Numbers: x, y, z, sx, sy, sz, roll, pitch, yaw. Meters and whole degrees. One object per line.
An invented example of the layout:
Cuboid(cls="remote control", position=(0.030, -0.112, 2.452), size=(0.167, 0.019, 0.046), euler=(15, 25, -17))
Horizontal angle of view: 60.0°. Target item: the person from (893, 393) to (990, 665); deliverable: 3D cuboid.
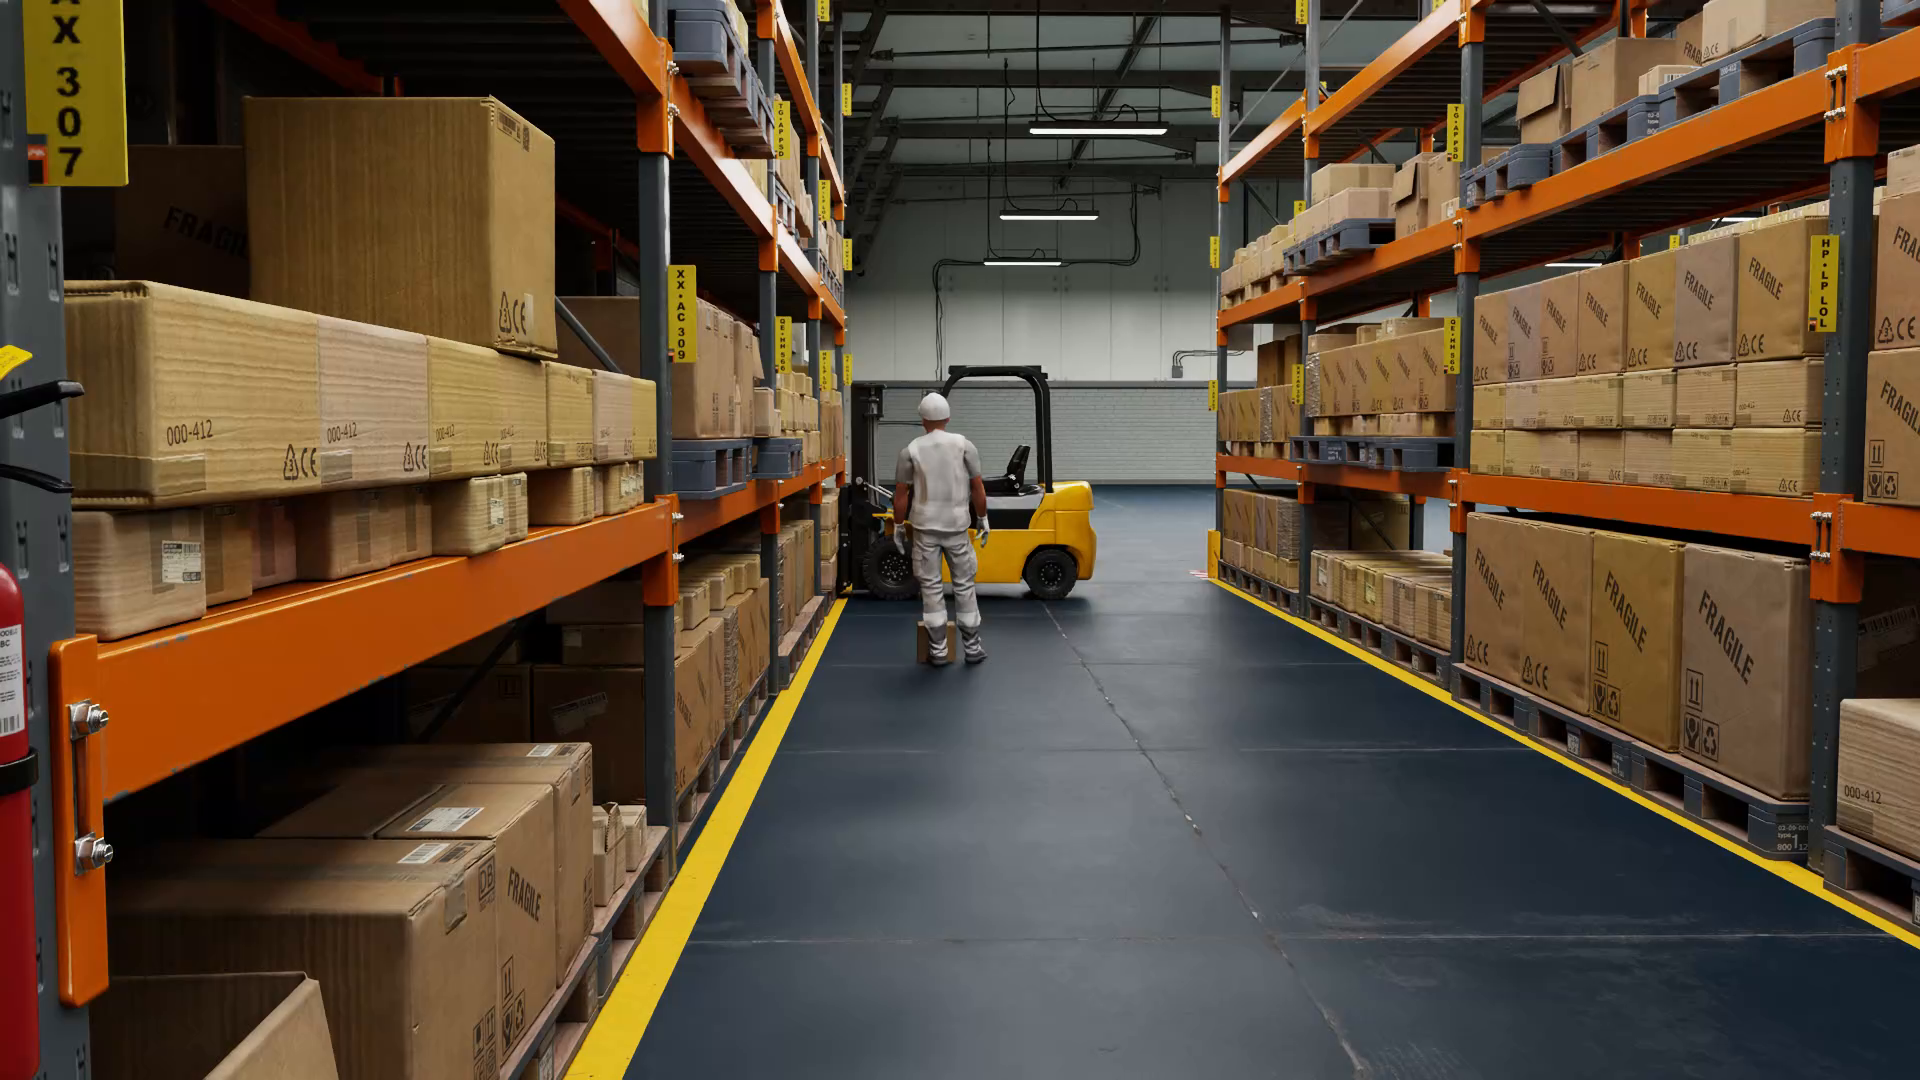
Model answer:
Cuboid(cls="person", position=(-0.123, -0.075, 11.007), size=(0.637, 1.787, 0.563), euler=(0, 4, -1))
